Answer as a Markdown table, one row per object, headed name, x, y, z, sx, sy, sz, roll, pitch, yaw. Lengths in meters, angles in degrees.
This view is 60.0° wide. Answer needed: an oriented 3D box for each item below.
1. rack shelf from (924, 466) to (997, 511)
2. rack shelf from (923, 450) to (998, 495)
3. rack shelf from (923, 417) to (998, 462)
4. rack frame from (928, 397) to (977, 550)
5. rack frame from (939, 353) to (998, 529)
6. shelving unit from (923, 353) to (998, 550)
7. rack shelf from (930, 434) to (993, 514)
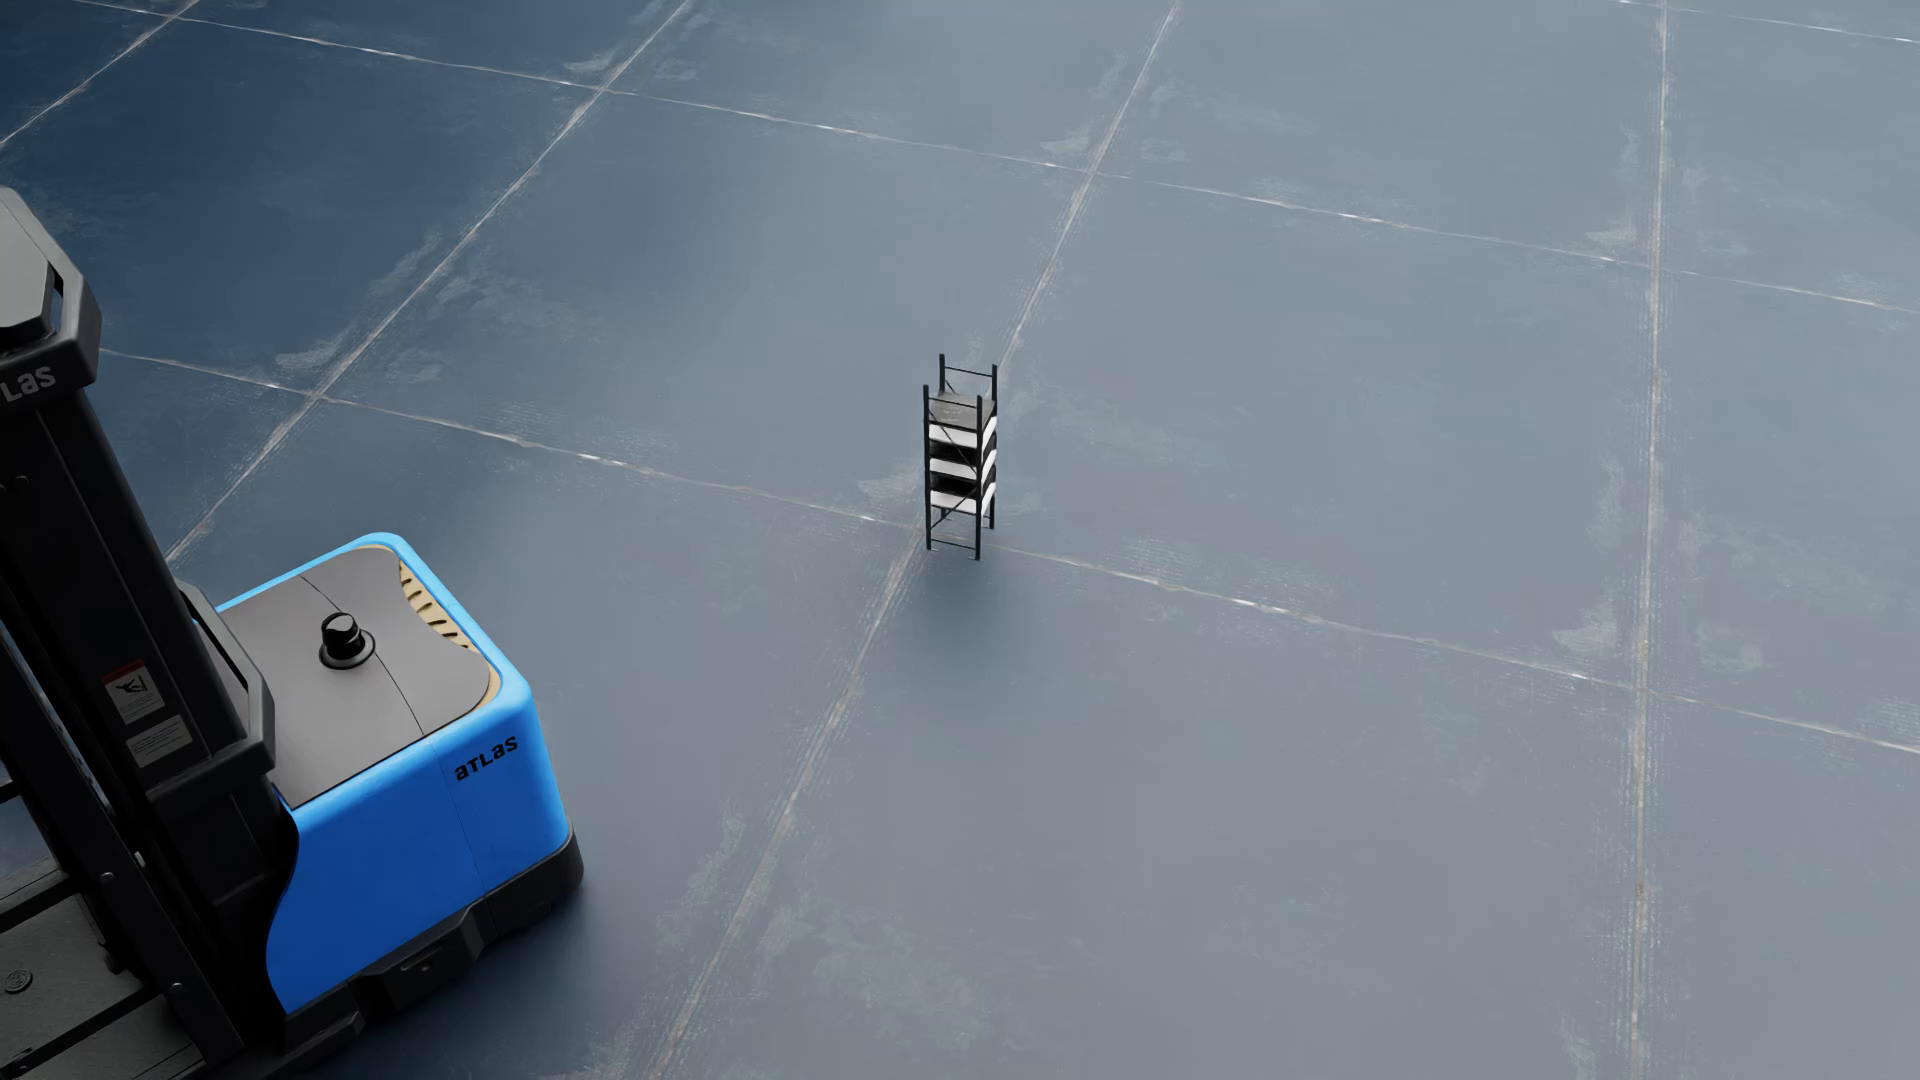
| name | x | y | z | sx | sy | sz | roll | pitch | yaw |
| --- | --- | --- | --- | --- | --- | --- | --- | --- | --- |
| rack shelf | 0.002 | -0.239 | 6.926 | 0.258 | 0.077 | 0.200 | 13 | 46 | 12 |
| rack shelf | 0.002 | -0.303 | 6.863 | 0.258 | 0.077 | 0.200 | 13 | 46 | 12 |
| rack shelf | 0.002 | -0.432 | 6.737 | 0.258 | 0.077 | 0.200 | 13 | 46 | 12 |
| rack frame | -0.028 | -0.259 | 6.770 | 0.228 | 0.785 | 0.003 | 13 | 46 | 12 |
| rack frame | 0.033 | -0.395 | 6.909 | 0.240 | 0.900 | 0.006 | 13 | 46 | 12 |
| shelving unit | 0.003 | -0.328 | 6.840 | 0.258 | 0.900 | 0.208 | 13 | 46 | 12 |
| rack shelf | 0.002 | -0.291 | 6.875 | 0.221 | 0.281 | 0.190 | 13 | 46 | 12 |
